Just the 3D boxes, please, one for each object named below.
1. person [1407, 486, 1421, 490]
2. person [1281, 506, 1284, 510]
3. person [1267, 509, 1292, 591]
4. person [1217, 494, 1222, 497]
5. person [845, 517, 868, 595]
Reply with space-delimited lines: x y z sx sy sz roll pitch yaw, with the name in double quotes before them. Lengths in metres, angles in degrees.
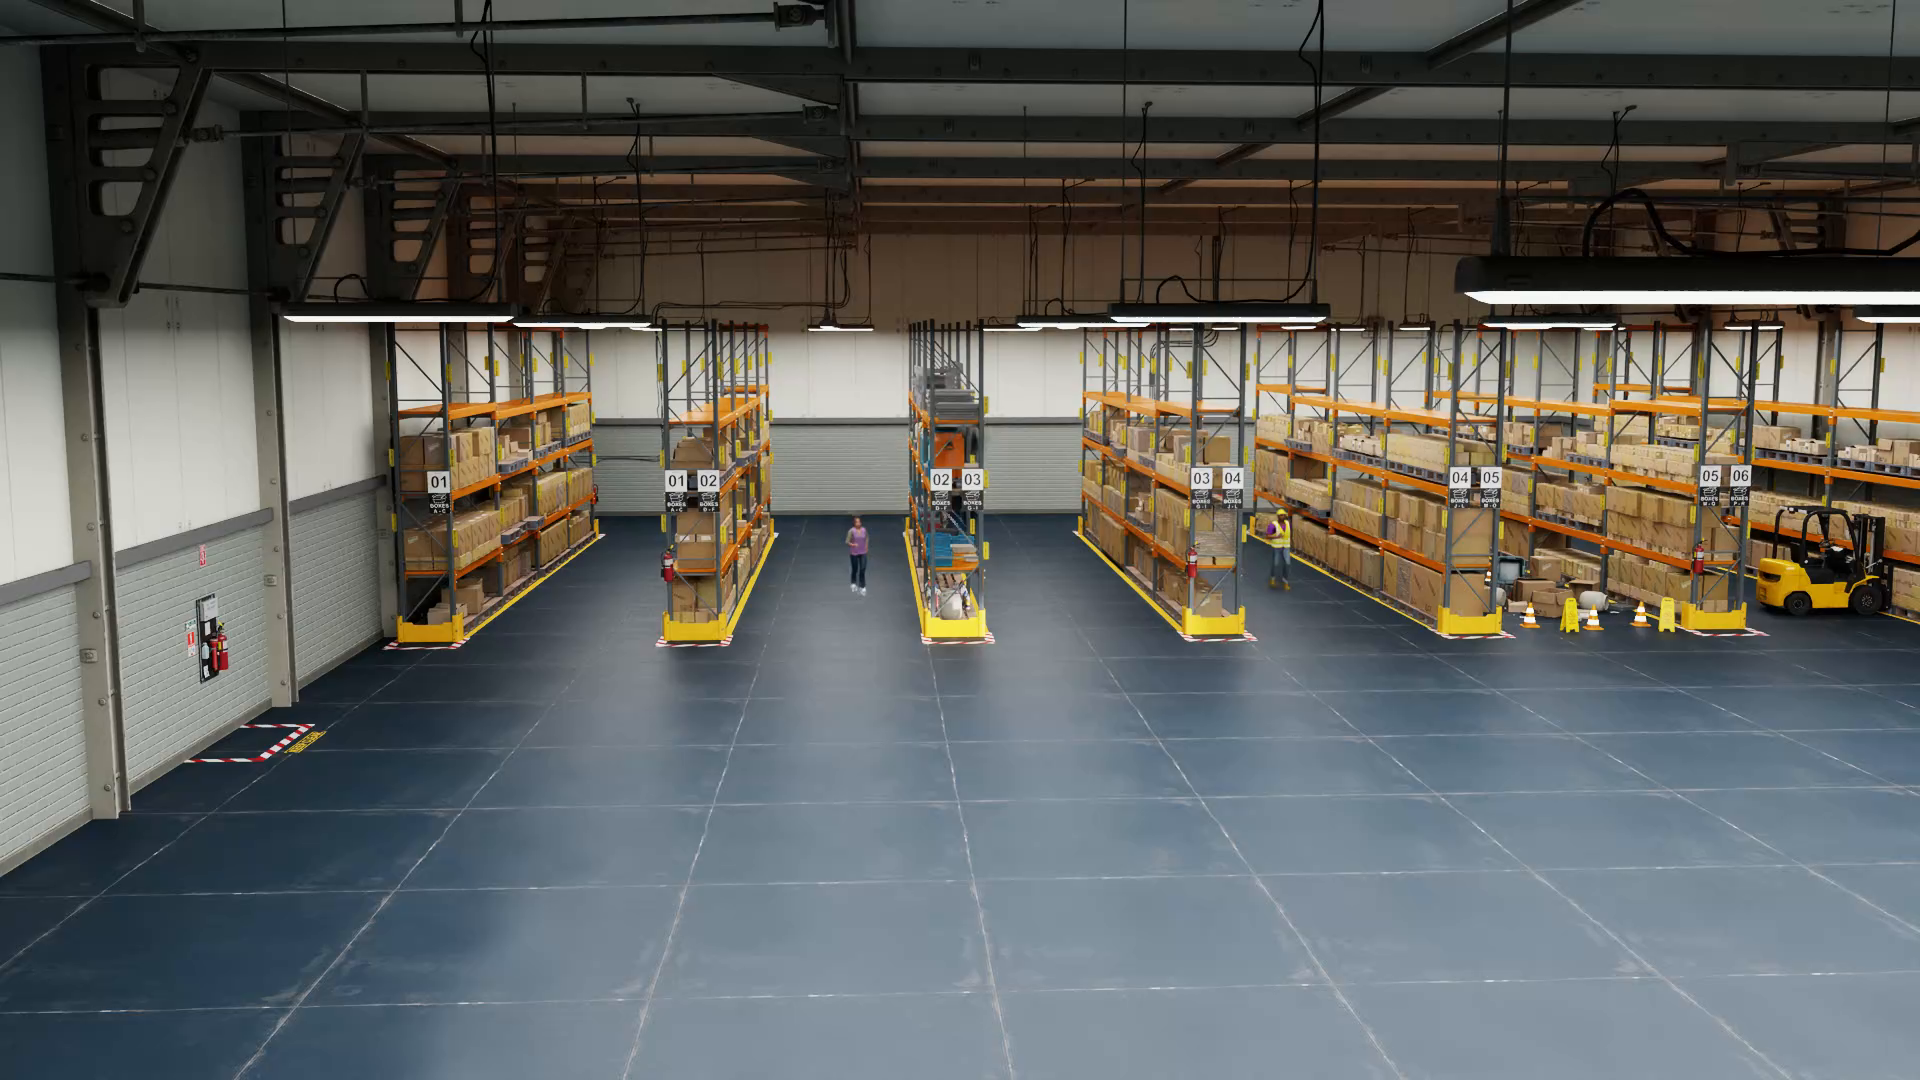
"person" 13.628 -1.189 49.559 0.683 1.684 0.609 1 7 4
"person" 9.652 -1.151 49.008 0.583 1.651 0.672 6 9 41
"person" 7.216 0.213 37.535 0.689 1.841 0.810 -1 7 -9
"person" 7.029 -0.682 44.658 0.658 1.724 0.957 -1 7 -8
"person" -2.146 0.310 34.971 0.538 1.610 0.808 -2 7 -17
